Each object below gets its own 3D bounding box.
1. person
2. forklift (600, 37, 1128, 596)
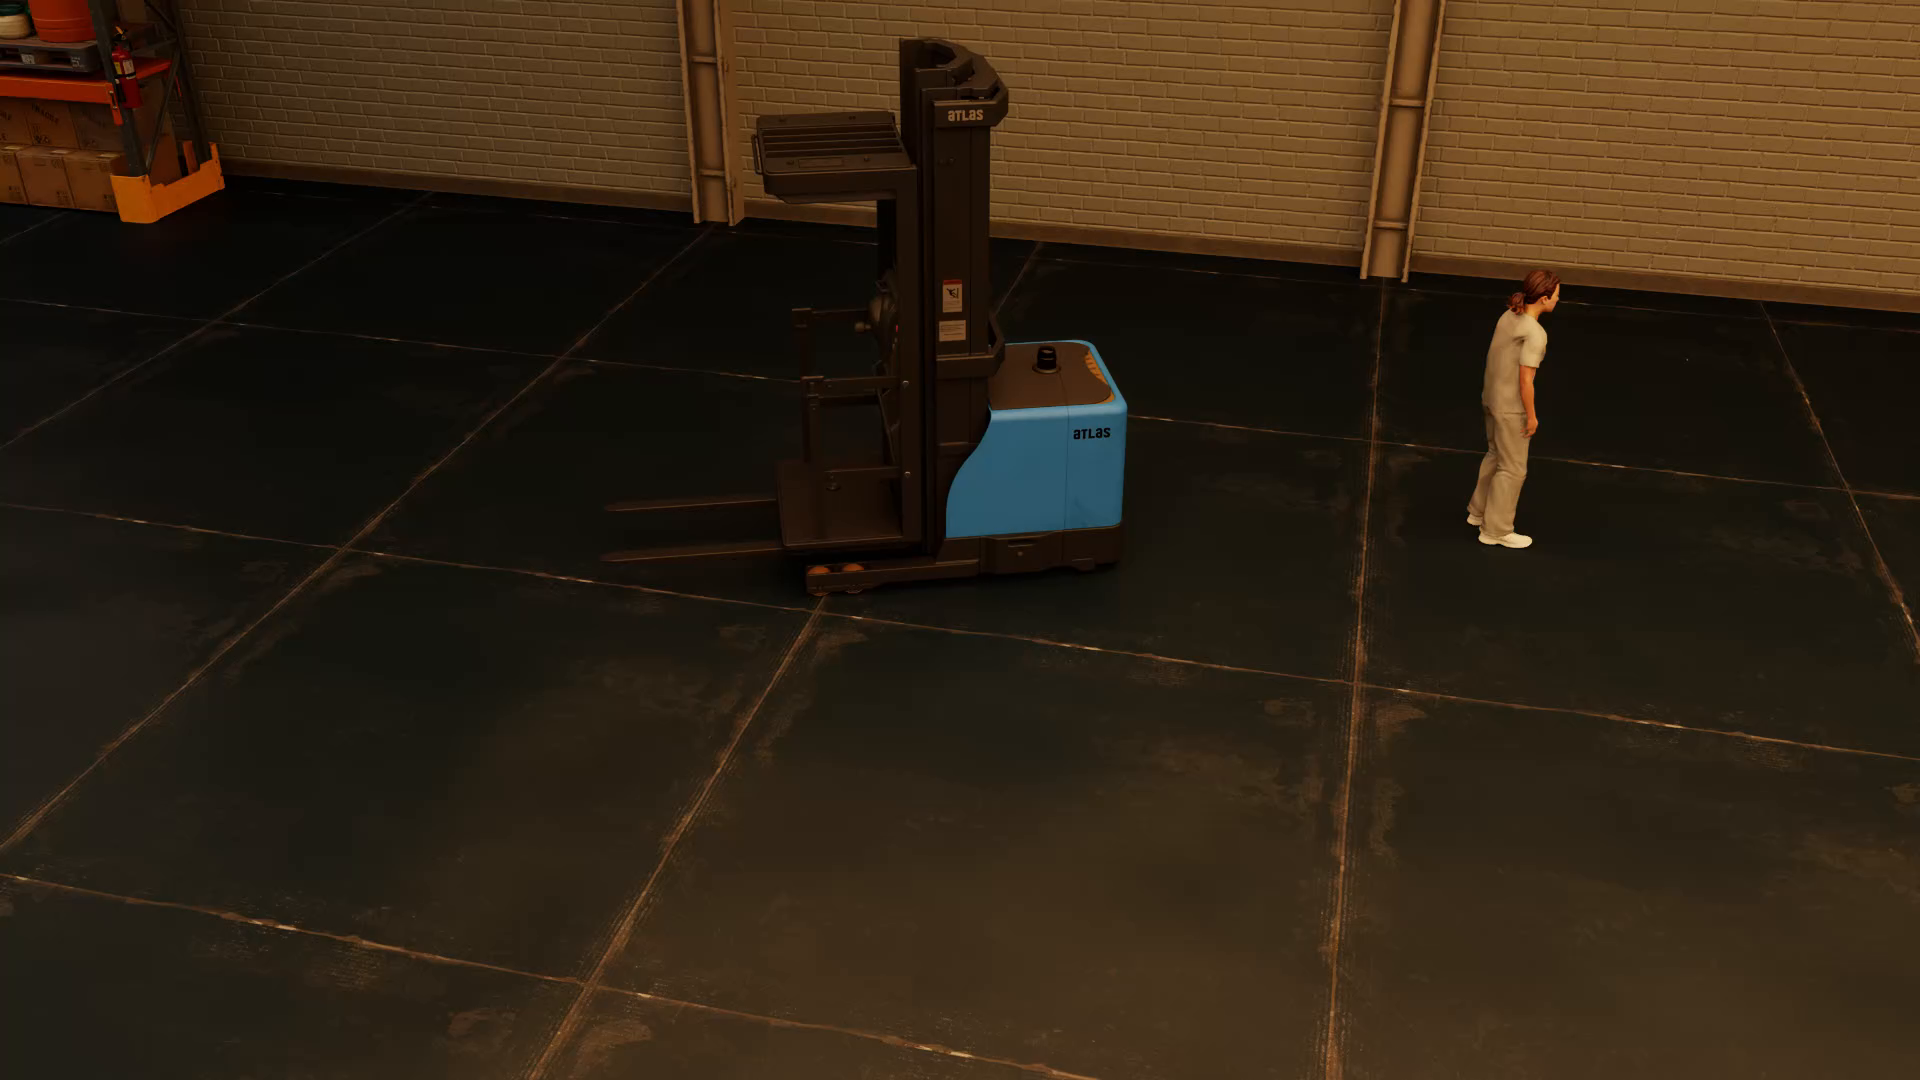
[{"bbox_3d":[3.281,-0.794,9.849,0.360,1.672,0.515,-2,30,-3],"label":"person"},{"bbox_3d":[-0.602,-1.232,9.345,3.031,2.935,1.130,-4,30,-7],"label":"forklift"}]
